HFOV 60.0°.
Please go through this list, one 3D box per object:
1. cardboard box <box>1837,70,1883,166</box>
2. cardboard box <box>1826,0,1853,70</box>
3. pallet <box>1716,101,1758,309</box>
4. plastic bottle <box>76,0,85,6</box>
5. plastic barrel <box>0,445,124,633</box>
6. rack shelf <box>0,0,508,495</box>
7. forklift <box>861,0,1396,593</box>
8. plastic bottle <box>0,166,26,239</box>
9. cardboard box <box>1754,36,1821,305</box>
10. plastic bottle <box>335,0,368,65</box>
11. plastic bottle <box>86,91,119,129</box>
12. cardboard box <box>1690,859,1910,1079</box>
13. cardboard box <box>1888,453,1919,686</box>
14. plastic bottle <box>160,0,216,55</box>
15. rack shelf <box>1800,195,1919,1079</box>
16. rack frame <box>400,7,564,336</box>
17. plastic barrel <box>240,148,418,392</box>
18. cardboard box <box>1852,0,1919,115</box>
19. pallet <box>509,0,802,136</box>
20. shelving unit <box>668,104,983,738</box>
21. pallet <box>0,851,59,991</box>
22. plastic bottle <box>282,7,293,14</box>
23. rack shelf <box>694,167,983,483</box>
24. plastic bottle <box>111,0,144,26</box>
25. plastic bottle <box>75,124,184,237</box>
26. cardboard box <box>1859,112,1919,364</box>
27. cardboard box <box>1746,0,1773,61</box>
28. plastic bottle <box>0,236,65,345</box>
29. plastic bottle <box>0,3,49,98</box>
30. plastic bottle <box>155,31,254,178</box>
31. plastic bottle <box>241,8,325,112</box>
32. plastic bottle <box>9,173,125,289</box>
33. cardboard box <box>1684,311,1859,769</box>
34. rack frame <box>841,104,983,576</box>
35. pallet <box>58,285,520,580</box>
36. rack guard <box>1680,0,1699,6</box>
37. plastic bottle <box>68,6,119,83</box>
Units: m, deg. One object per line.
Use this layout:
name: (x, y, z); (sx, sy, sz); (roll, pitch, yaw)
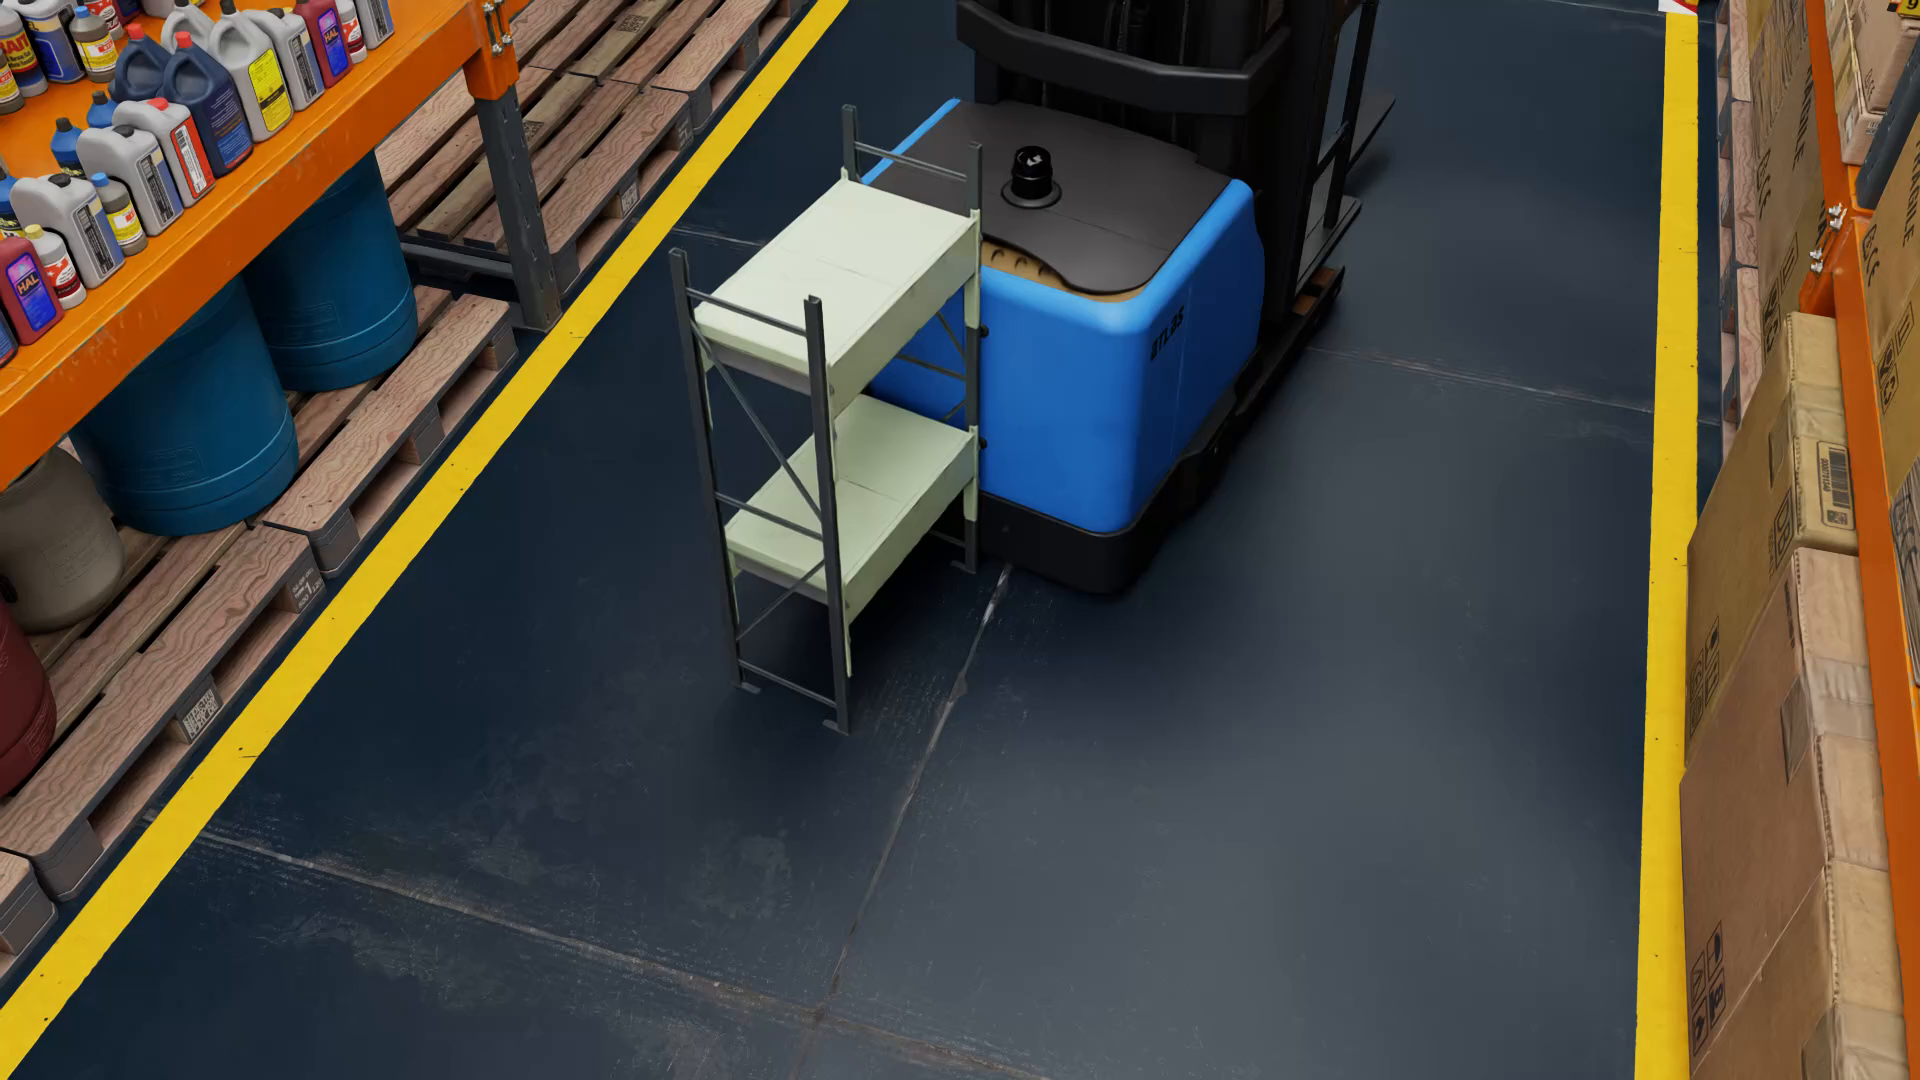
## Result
cardboard box: (2.554, -1.091, 4.399); (0.380, 0.149, 0.250); (13, 46, 13)
cardboard box: (2.710, -1.433, 4.750); (0.380, 0.149, 0.250); (12, 46, 12)
pallet: (3.447, -1.217, 6.343); (1.003, 0.211, 1.213); (13, 46, 12)
plastic bottle: (-2.551, -1.522, 4.753); (0.097, 0.271, 0.097); (0, 44, 0)
plastic barrel: (-2.598, -0.029, 4.614); (0.421, 0.512, 0.421); (0, 44, 0)
rack shelf: (-2.552, -0.367, 3.994); (1.077, 0.370, 4.000); (13, 46, 13)
forklift: (0.748, -1.911, 5.107); (1.130, 2.935, 3.031); (21, 48, 21)
plastic bottle: (-2.256, -0.770, 3.984); (0.097, 0.271, 0.097); (0, 44, 0)
cardboard box: (3.323, -1.321, 5.675); (0.875, 0.875, 0.875); (13, 46, 13)
plastic bottle: (-1.767, -1.472, 4.751); (0.097, 0.201, 0.097); (0, 44, 0)
plastic bottle: (-2.145, -1.014, 4.234); (0.097, 0.271, 0.097); (0, 44, 0)
cardboard box: (2.069, 1.320, 2.976); (1.225, 0.875, 0.875); (13, 46, 13)
cardboard box: (2.093, -0.021, 3.055); (0.500, 0.500, 0.500); (12, 46, 12)
plastic bottle: (-2.050, -1.288, 4.457); (0.144, 0.351, 0.185); (13, 46, 13)
rack shelf: (2.168, 0.682, 2.922); (1.077, 0.370, 4.000); (13, 46, 13)
rack frame: (-1.946, -1.957, 5.105); (1.000, 3.000, 0.127); (13, 46, 13)
plastic barrel: (-2.127, -0.998, 5.325); (0.600, 0.901, 0.708); (13, 46, 13)
cardboard box: (2.658, -1.310, 4.339); (0.500, 0.250, 0.500); (12, 46, 12)
pallet: (-1.393, -2.274, 7.423); (1.003, 0.211, 1.213); (13, 46, 13)
shelving unit: (-0.303, -0.278, 4.462); (0.431, 1.500, 0.755); (21, 48, 21)
pallet: (-2.959, 1.172, 3.902); (1.003, 0.211, 1.213); (13, 46, 13)
plastic bottle: (-1.865, -1.396, 4.674); (0.097, 0.201, 0.097); (0, 44, 0)
rack shelf: (-0.303, -0.557, 4.189); (0.431, 0.370, 0.720); (21, 48, 21)
plastic bottle: (-2.504, -1.672, 4.898); (0.061, 0.283, 0.133); (13, 46, 13)
plastic bottle: (-2.062, -0.912, 4.126); (0.152, 0.276, 0.135); (13, 46, 13)
cardboard box: (2.397, -0.690, 3.739); (0.500, 0.500, 0.500); (13, 46, 13)
cardboard box: (3.868, -2.521, 6.901); (0.875, 0.875, 0.875); (13, 46, 13)
plastic bottle: (-2.159, -0.596, 3.798); (0.061, 0.283, 0.133); (13, 46, 13)
plastic bottle: (-2.622, -1.368, 4.595); (0.097, 0.271, 0.097); (0, 44, 0)
plastic bottle: (-1.969, -1.134, 4.299); (0.144, 0.351, 0.185); (13, 46, 13)
plastic bottle: (-1.868, -1.338, 4.561); (0.152, 0.276, 0.135); (13, 46, 13)
plastic bottle: (-2.132, -0.757, 3.968); (0.152, 0.276, 0.135); (13, 46, 13)
cardboard box: (2.599, 0.132, 4.189); (1.225, 0.875, 0.875); (13, 46, 13)
rack frame: (-0.123, -0.501, 4.690); (0.400, 1.500, 0.023); (21, 48, 21)
pallet: (-2.220, -0.455, 5.564); (1.003, 0.211, 1.213); (13, 46, 13)
rack guard: (3.993, -2.697, 7.648); (1.175, 0.500, 0.348); (13, 46, 13)
plastic bottle: (-2.436, -1.400, 4.678); (0.097, 0.201, 0.097); (0, 44, 0)
